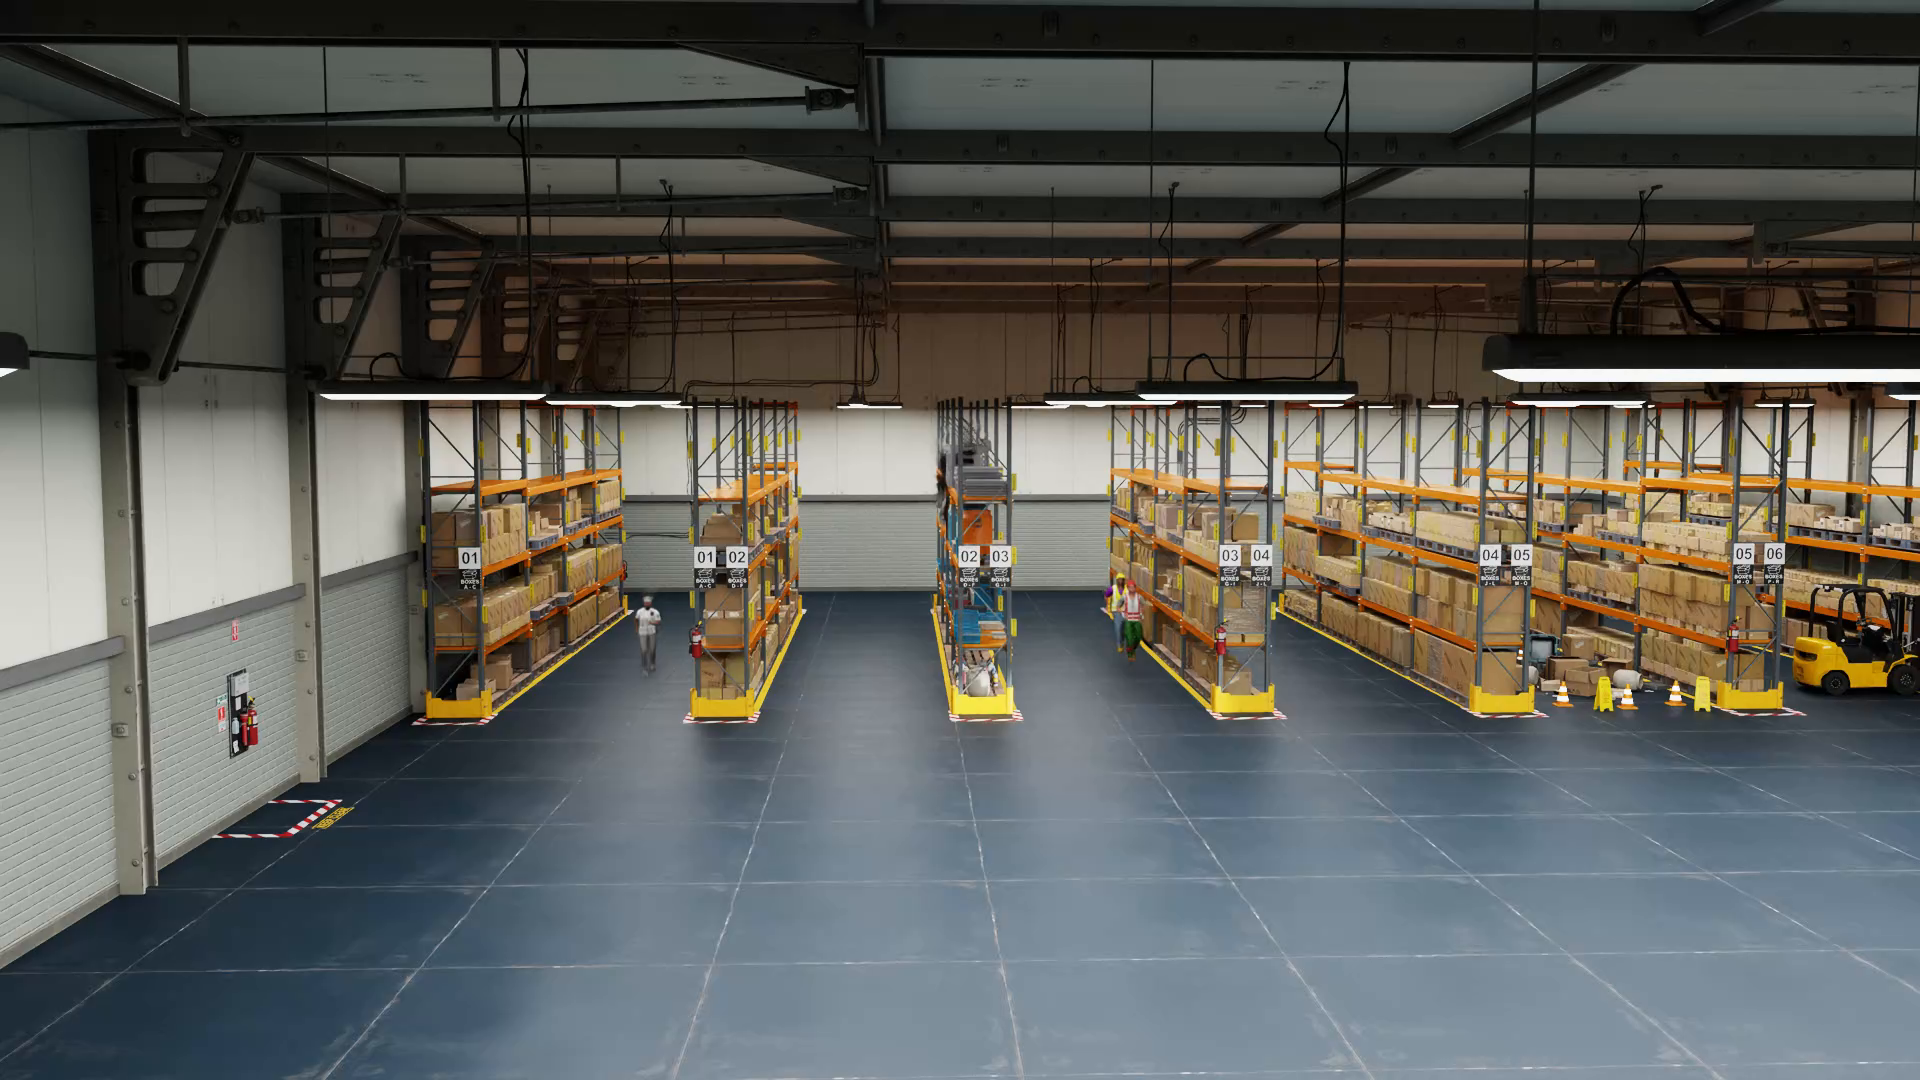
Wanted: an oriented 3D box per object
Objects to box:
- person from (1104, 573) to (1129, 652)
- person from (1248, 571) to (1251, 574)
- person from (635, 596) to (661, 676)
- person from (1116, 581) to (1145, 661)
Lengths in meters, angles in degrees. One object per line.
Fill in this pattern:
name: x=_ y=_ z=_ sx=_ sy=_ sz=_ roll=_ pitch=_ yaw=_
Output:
person: x=3.637 y=1.650 z=37.607 sx=0.710 sy=1.794 sz=0.902 roll=0 pitch=4 yaw=-3
person: x=7.892 y=1.434 z=44.195 sx=0.637 sy=1.823 sz=0.709 roll=0 pitch=4 yaw=-1
person: x=-6.793 y=2.063 z=36.193 sx=0.572 sy=1.688 sz=0.935 roll=-1 pitch=4 yaw=-9
person: x=3.737 y=1.766 z=36.164 sx=0.652 sy=1.751 sz=0.567 roll=-1 pitch=4 yaw=-7
